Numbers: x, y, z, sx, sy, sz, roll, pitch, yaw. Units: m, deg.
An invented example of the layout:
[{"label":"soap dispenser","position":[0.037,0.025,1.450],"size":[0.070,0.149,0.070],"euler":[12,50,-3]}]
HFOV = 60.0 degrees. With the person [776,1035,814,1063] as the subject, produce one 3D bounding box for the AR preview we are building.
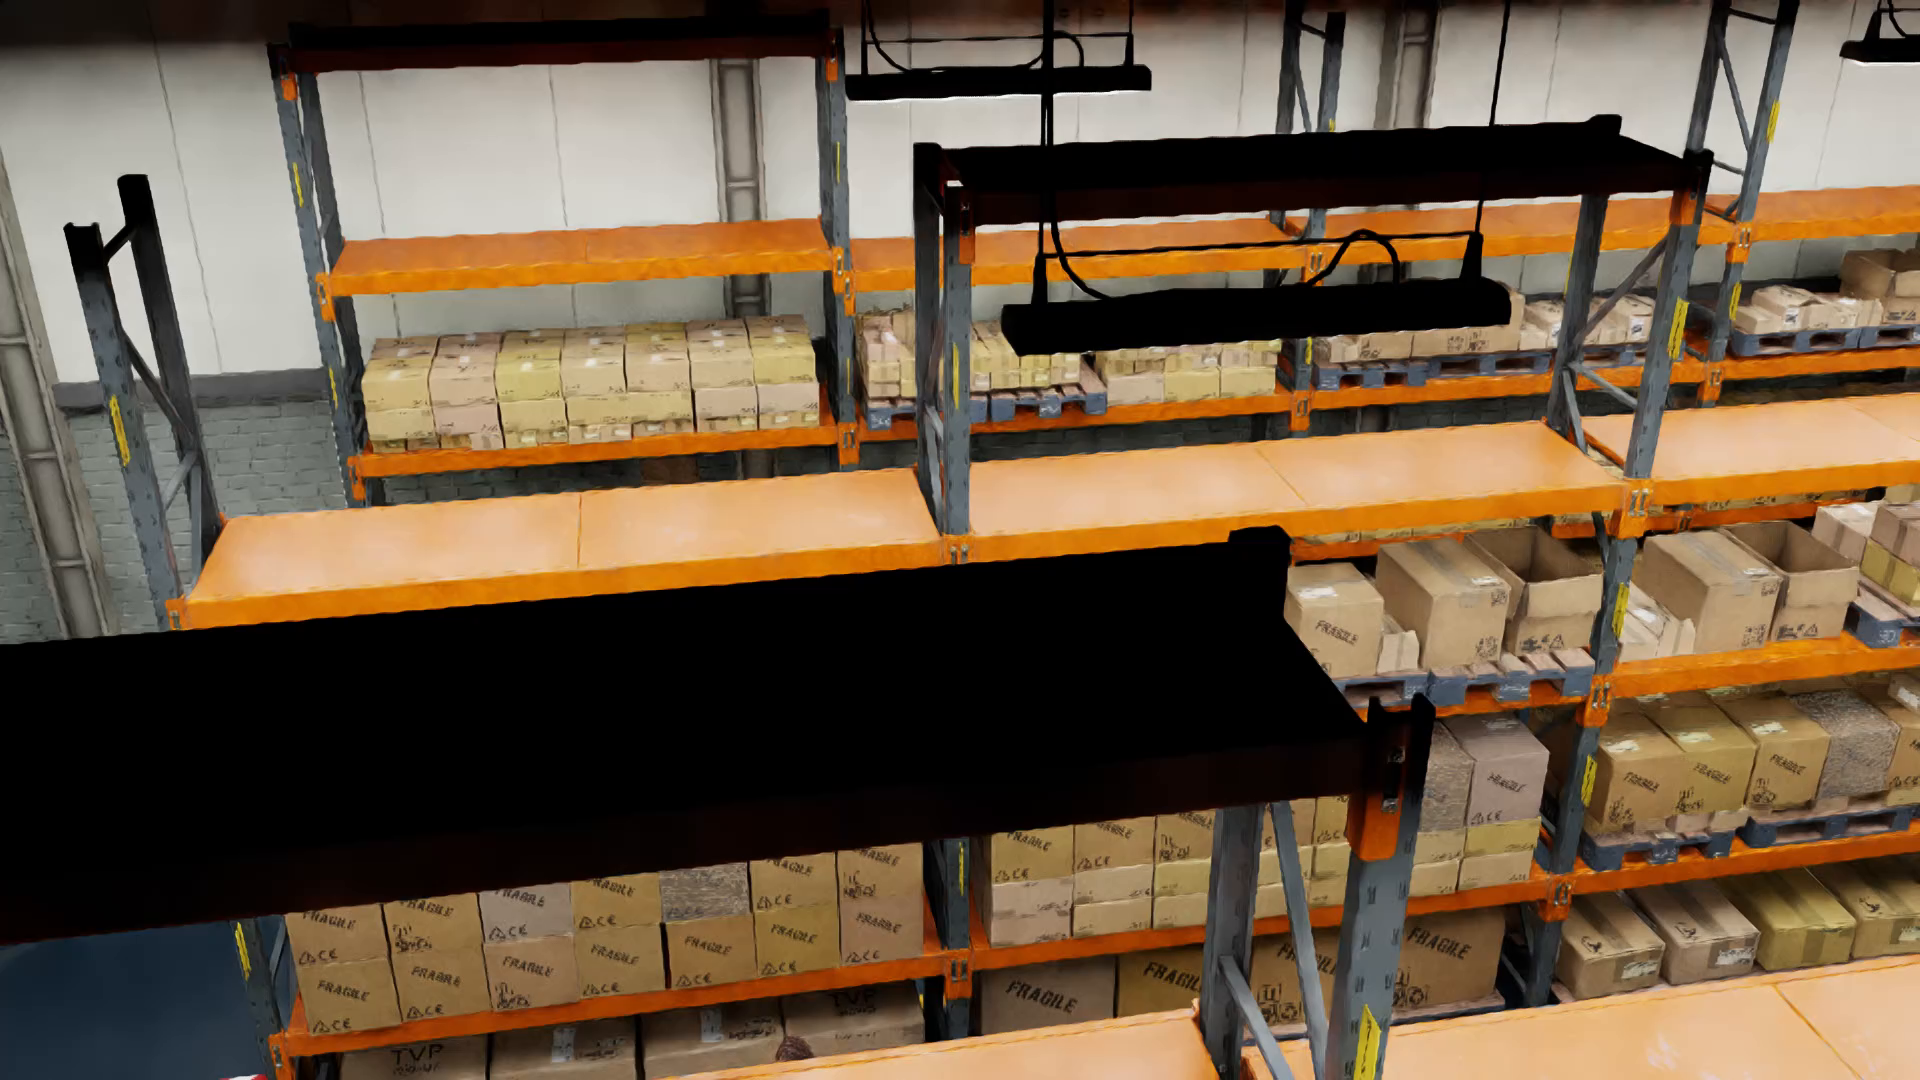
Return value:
[{"label":"person","position":[-0.916,3.425,9.371],"size":[0.604,1.588,0.525],"euler":[-1,26,-1]}]
